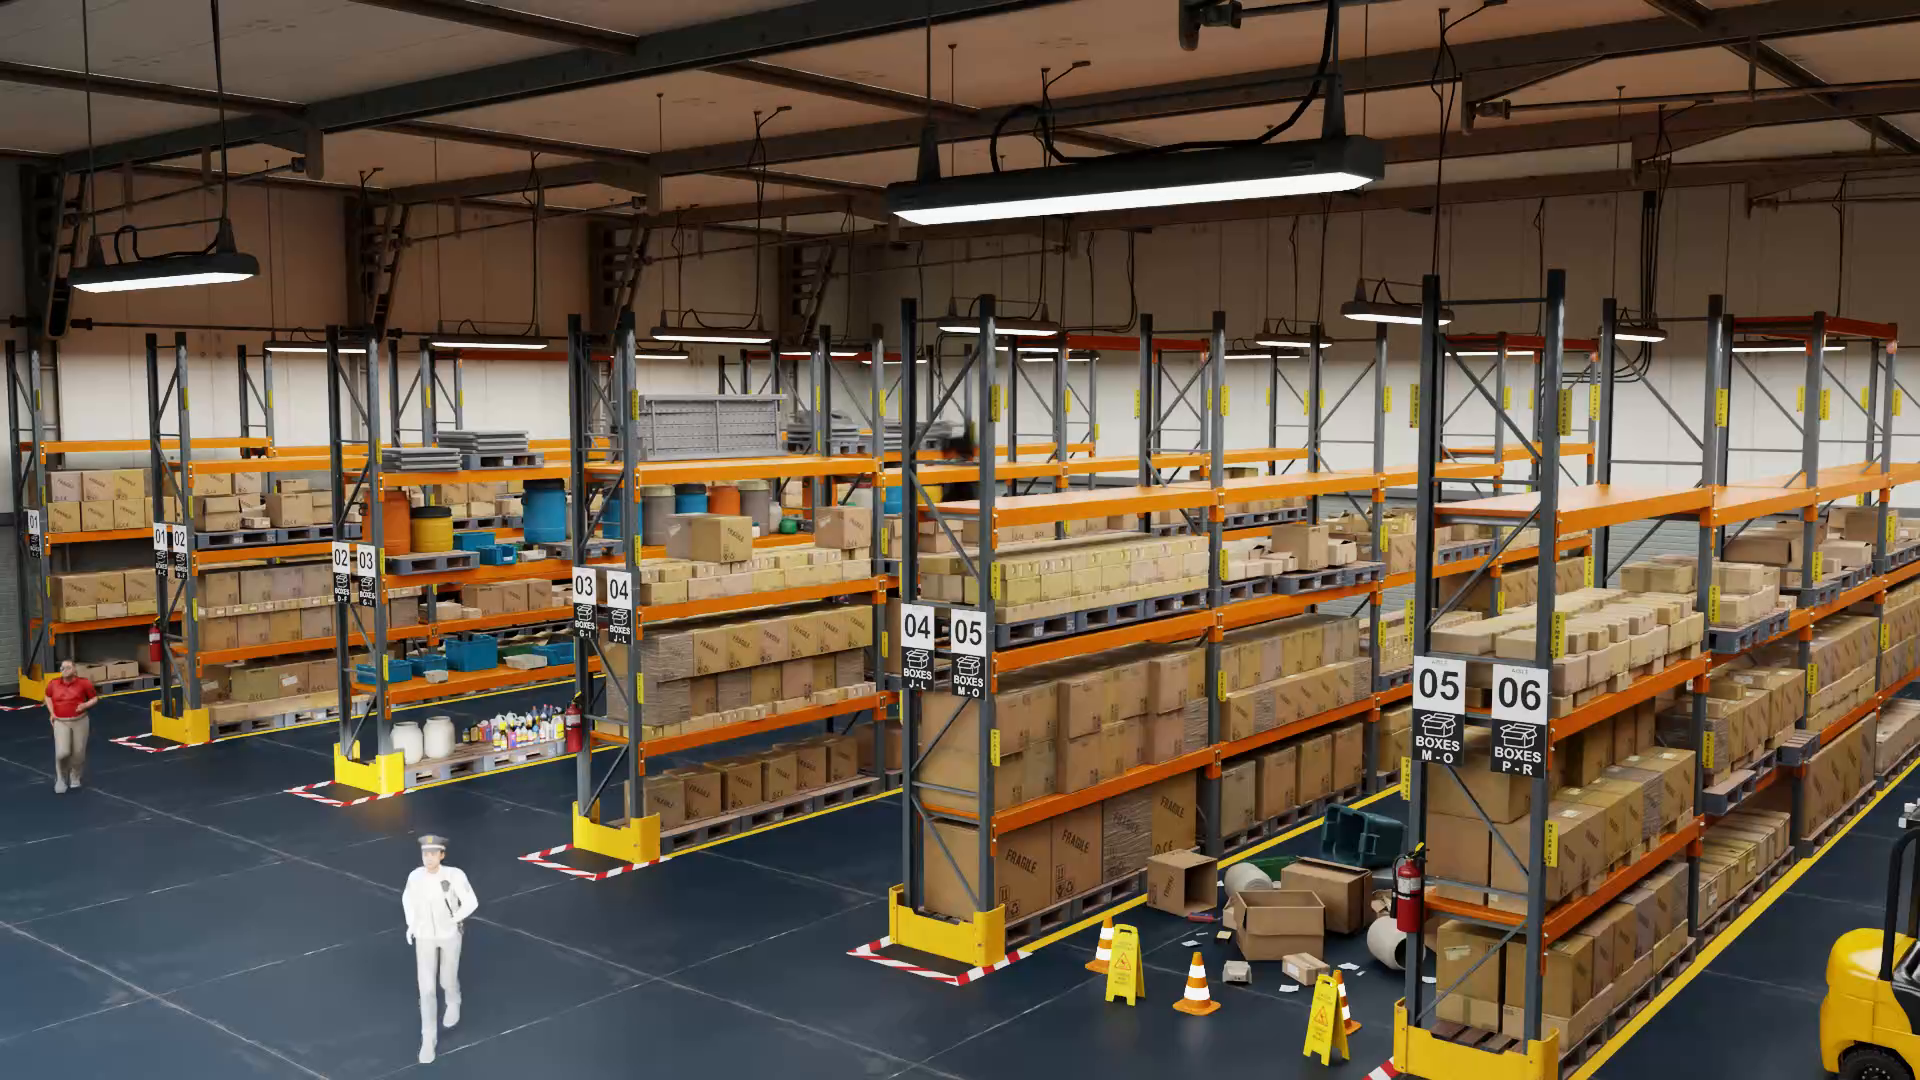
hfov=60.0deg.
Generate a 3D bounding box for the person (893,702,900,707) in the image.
[{"bbox_3d":[-0.879,1.728,25.909,0.606,1.692,0.862,2,6,25],"label":"person"}]

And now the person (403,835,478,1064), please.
[{"bbox_3d":[-4.096,3.141,13.111,0.605,1.723,0.802,-1,5,-7],"label":"person"}]

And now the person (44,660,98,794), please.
[{"bbox_3d":[-11.411,2.408,21.352,0.632,1.746,0.654,-2,6,-24],"label":"person"}]
